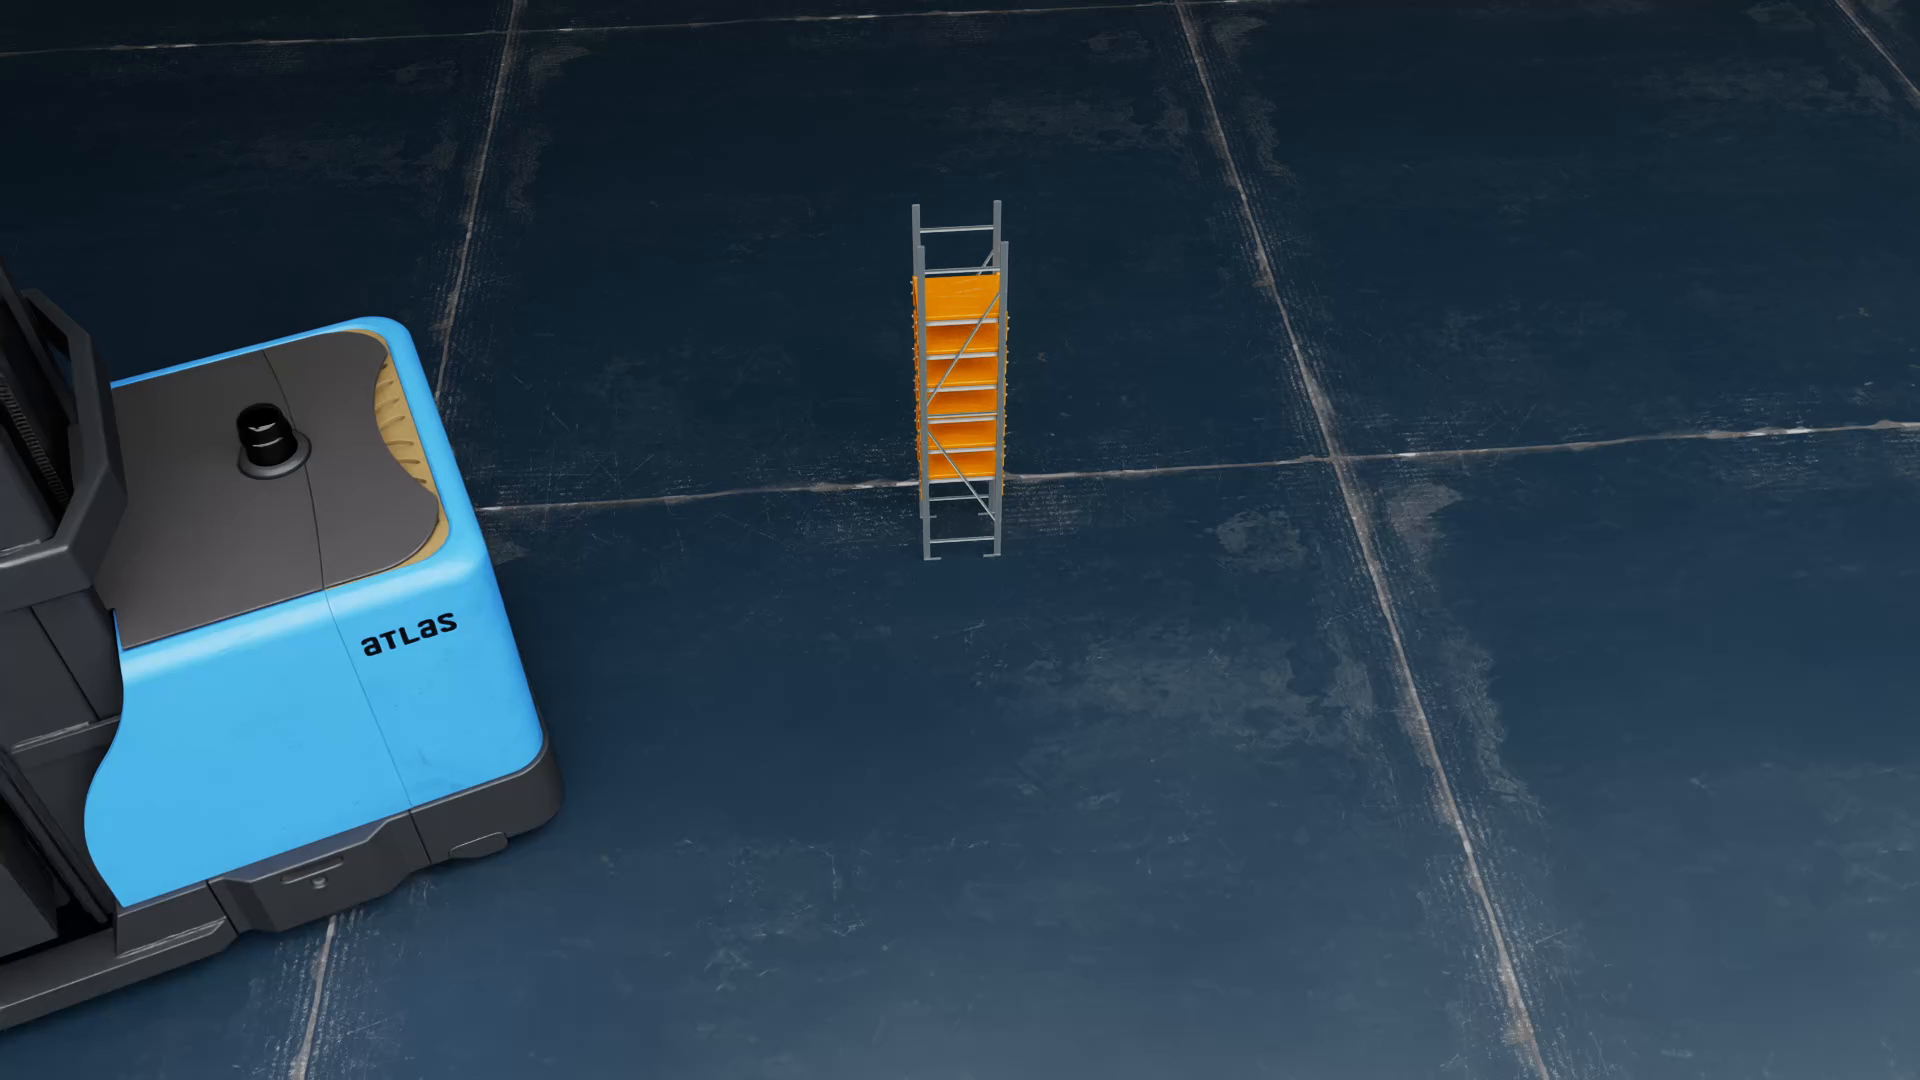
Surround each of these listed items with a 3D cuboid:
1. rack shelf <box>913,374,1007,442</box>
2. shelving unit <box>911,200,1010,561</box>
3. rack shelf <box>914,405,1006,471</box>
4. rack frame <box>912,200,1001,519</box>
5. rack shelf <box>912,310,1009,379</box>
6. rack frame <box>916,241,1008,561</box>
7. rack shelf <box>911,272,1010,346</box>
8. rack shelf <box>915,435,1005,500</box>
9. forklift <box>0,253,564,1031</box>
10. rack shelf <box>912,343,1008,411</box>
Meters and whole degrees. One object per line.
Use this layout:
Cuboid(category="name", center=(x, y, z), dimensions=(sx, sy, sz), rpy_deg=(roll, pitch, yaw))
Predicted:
Cuboid(category="rack shelf", center=(-0.001, -0.392, 4.857), dimensions=(0.258, 0.103, 0.180), rpy_deg=(-3, 47, -3))
Cuboid(category="shelving unit", center=(-0.001, -0.423, 4.824), dimensions=(0.258, 1.200, 0.189), rpy_deg=(-3, 47, -3))
Cuboid(category="rack shelf", center=(-0.001, -0.310, 4.944), dimensions=(0.258, 0.103, 0.180), rpy_deg=(-3, 47, -3))
Cuboid(category="rack frame", center=(-0.009, -0.489, 4.887), dimensions=(0.240, 1.200, 0.006), rpy_deg=(-3, 47, -3))
Cuboid(category="rack shelf", center=(-0.001, -0.558, 4.682), dimensions=(0.258, 0.103, 0.180), rpy_deg=(-3, 47, -3))
Cuboid(category="rack frame", center=(0.006, -0.357, 4.762), dimensions=(0.240, 1.200, 0.006), rpy_deg=(-3, 47, -3))
Cuboid(category="rack shelf", center=(-0.001, -0.640, 4.595), dimensions=(0.258, 0.103, 0.180), rpy_deg=(-3, 47, -3))
Cuboid(category="rack shelf", center=(-0.001, -0.227, 5.031), dimensions=(0.258, 0.103, 0.180), rpy_deg=(-3, 47, -3))
Cuboid(category="forklift", center=(-2.631, -0.113, 3.338), dimensions=(3.031, 2.935, 1.130), rpy_deg=(-18, 49, -17))
Cuboid(category="rack shelf", center=(-0.001, -0.475, 4.769), dimensions=(0.258, 0.103, 0.180), rpy_deg=(-3, 47, -3))
